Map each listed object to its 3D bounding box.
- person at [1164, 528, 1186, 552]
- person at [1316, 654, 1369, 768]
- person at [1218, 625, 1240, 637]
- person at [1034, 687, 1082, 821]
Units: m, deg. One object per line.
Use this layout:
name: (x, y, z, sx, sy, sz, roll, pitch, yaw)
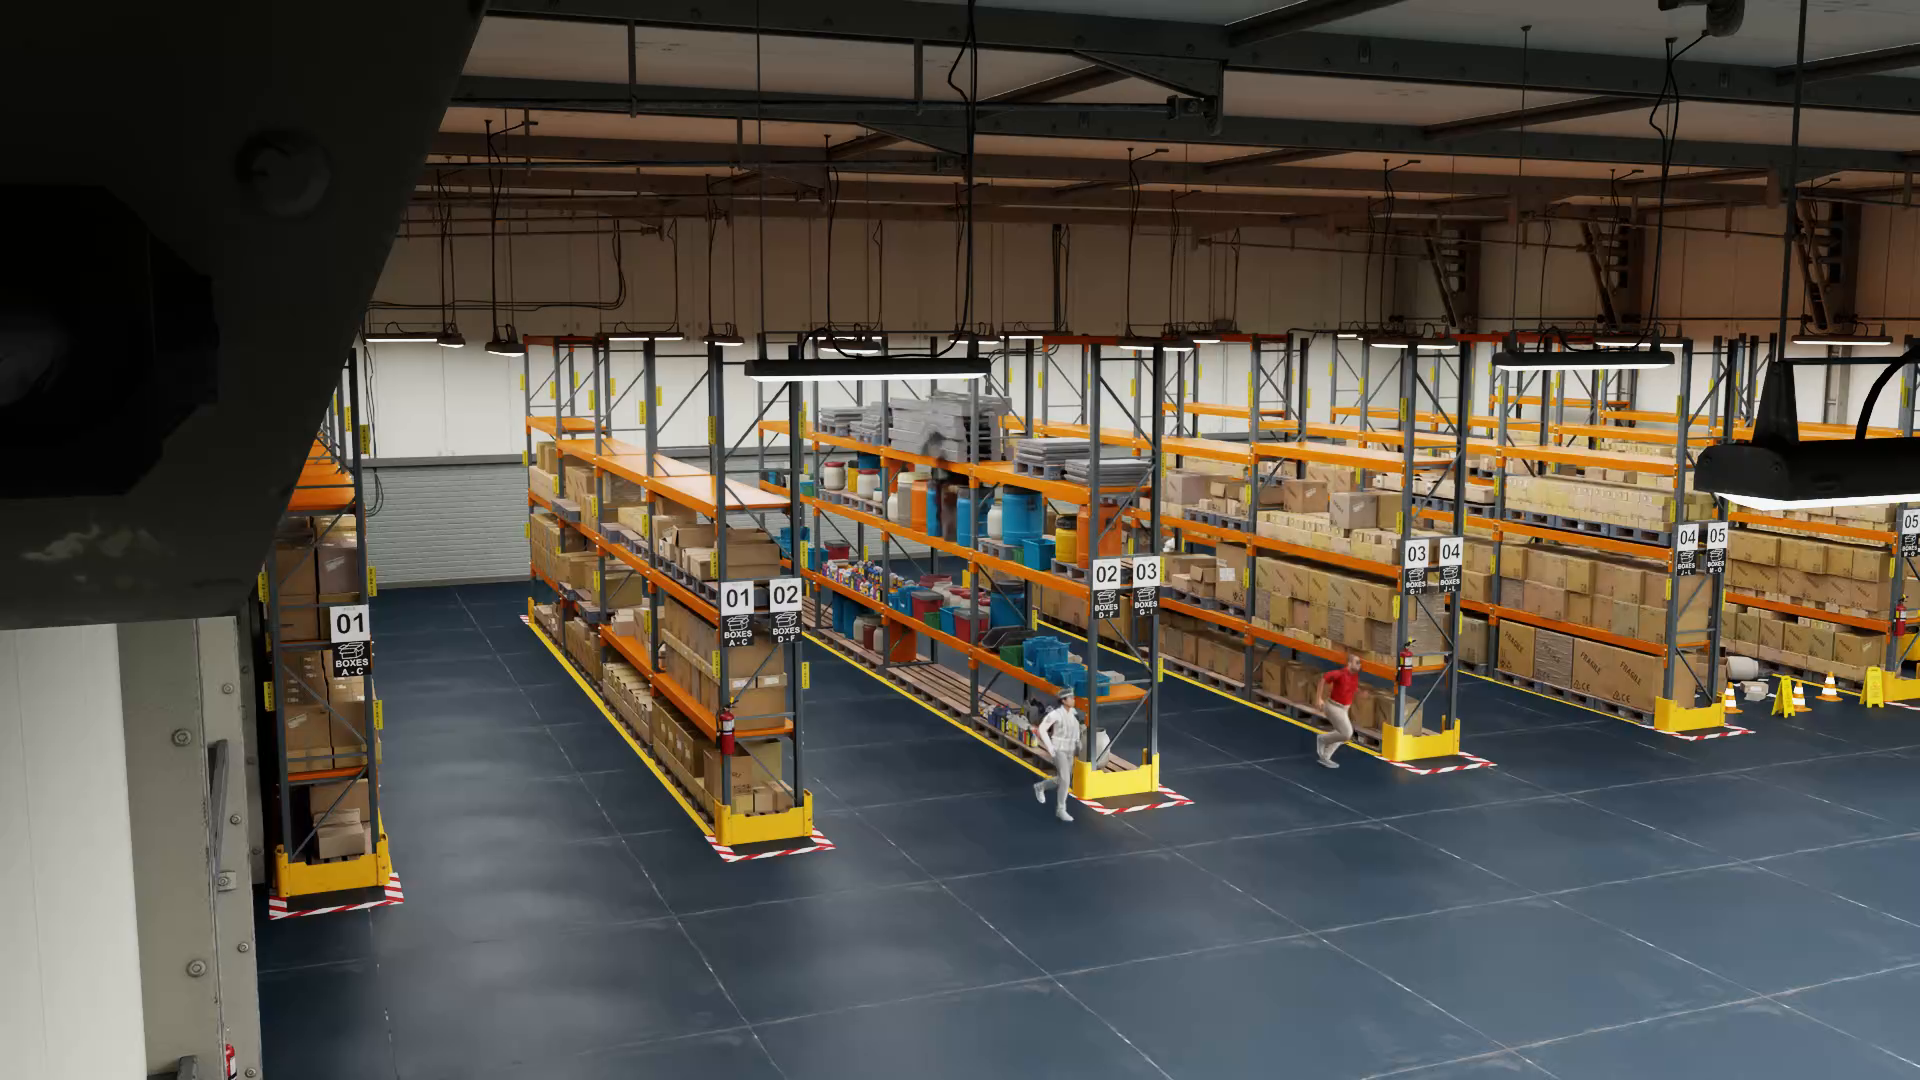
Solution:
person: (4.812, 0.539, 37.313, 0.608, 1.715, 0.816, -3, 8, -23)
person: (5.406, 2.411, 23.443, 0.724, 1.649, 0.647, 6, 9, 36)
person: (5.255, 1.173, 32.313, 0.682, 1.824, 0.811, -3, 8, -22)
person: (1.291, 2.709, 21.335, 0.656, 1.674, 0.728, -7, 11, -44)
